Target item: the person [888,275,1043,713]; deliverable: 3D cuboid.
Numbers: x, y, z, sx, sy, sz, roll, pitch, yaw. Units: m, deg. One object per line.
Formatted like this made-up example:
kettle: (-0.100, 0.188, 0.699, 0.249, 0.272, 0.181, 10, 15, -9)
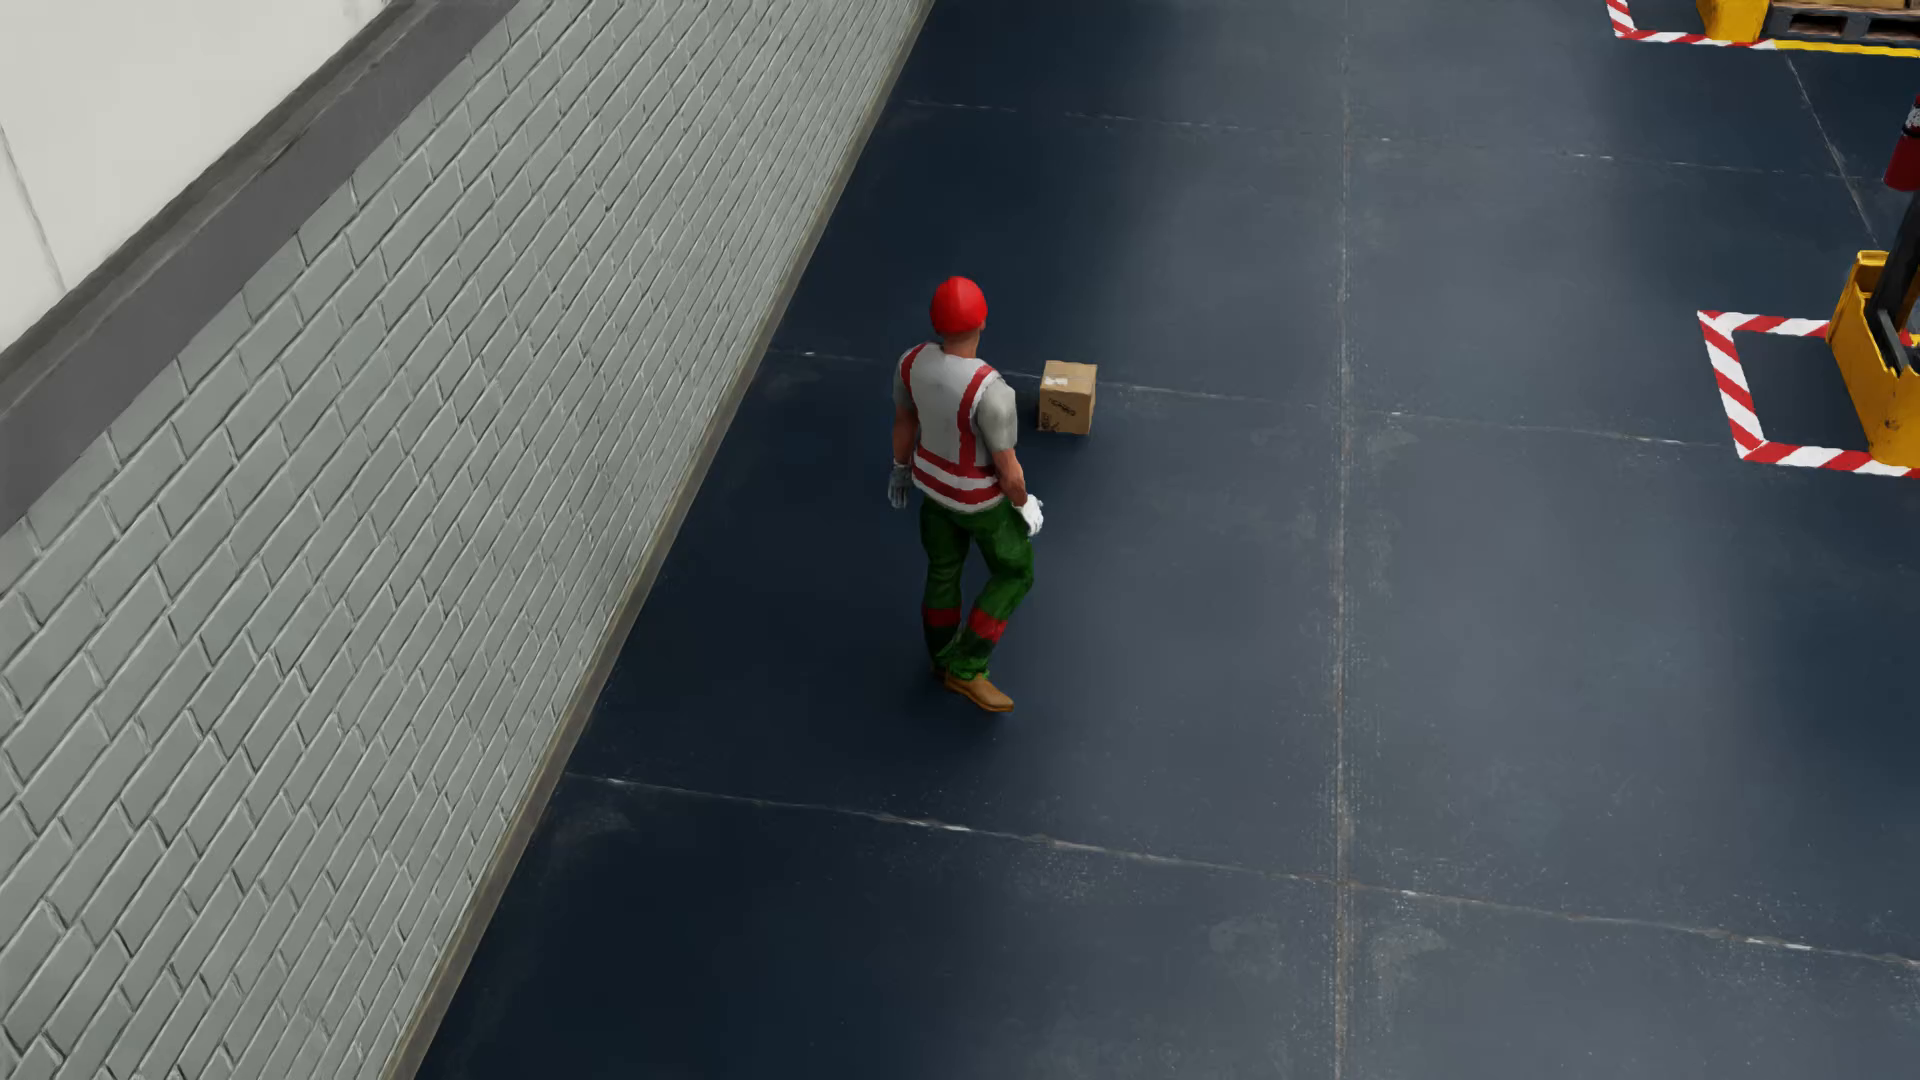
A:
person: (0.028, -0.156, 6.296, 0.711, 1.781, 0.430, 32, 50, 32)
